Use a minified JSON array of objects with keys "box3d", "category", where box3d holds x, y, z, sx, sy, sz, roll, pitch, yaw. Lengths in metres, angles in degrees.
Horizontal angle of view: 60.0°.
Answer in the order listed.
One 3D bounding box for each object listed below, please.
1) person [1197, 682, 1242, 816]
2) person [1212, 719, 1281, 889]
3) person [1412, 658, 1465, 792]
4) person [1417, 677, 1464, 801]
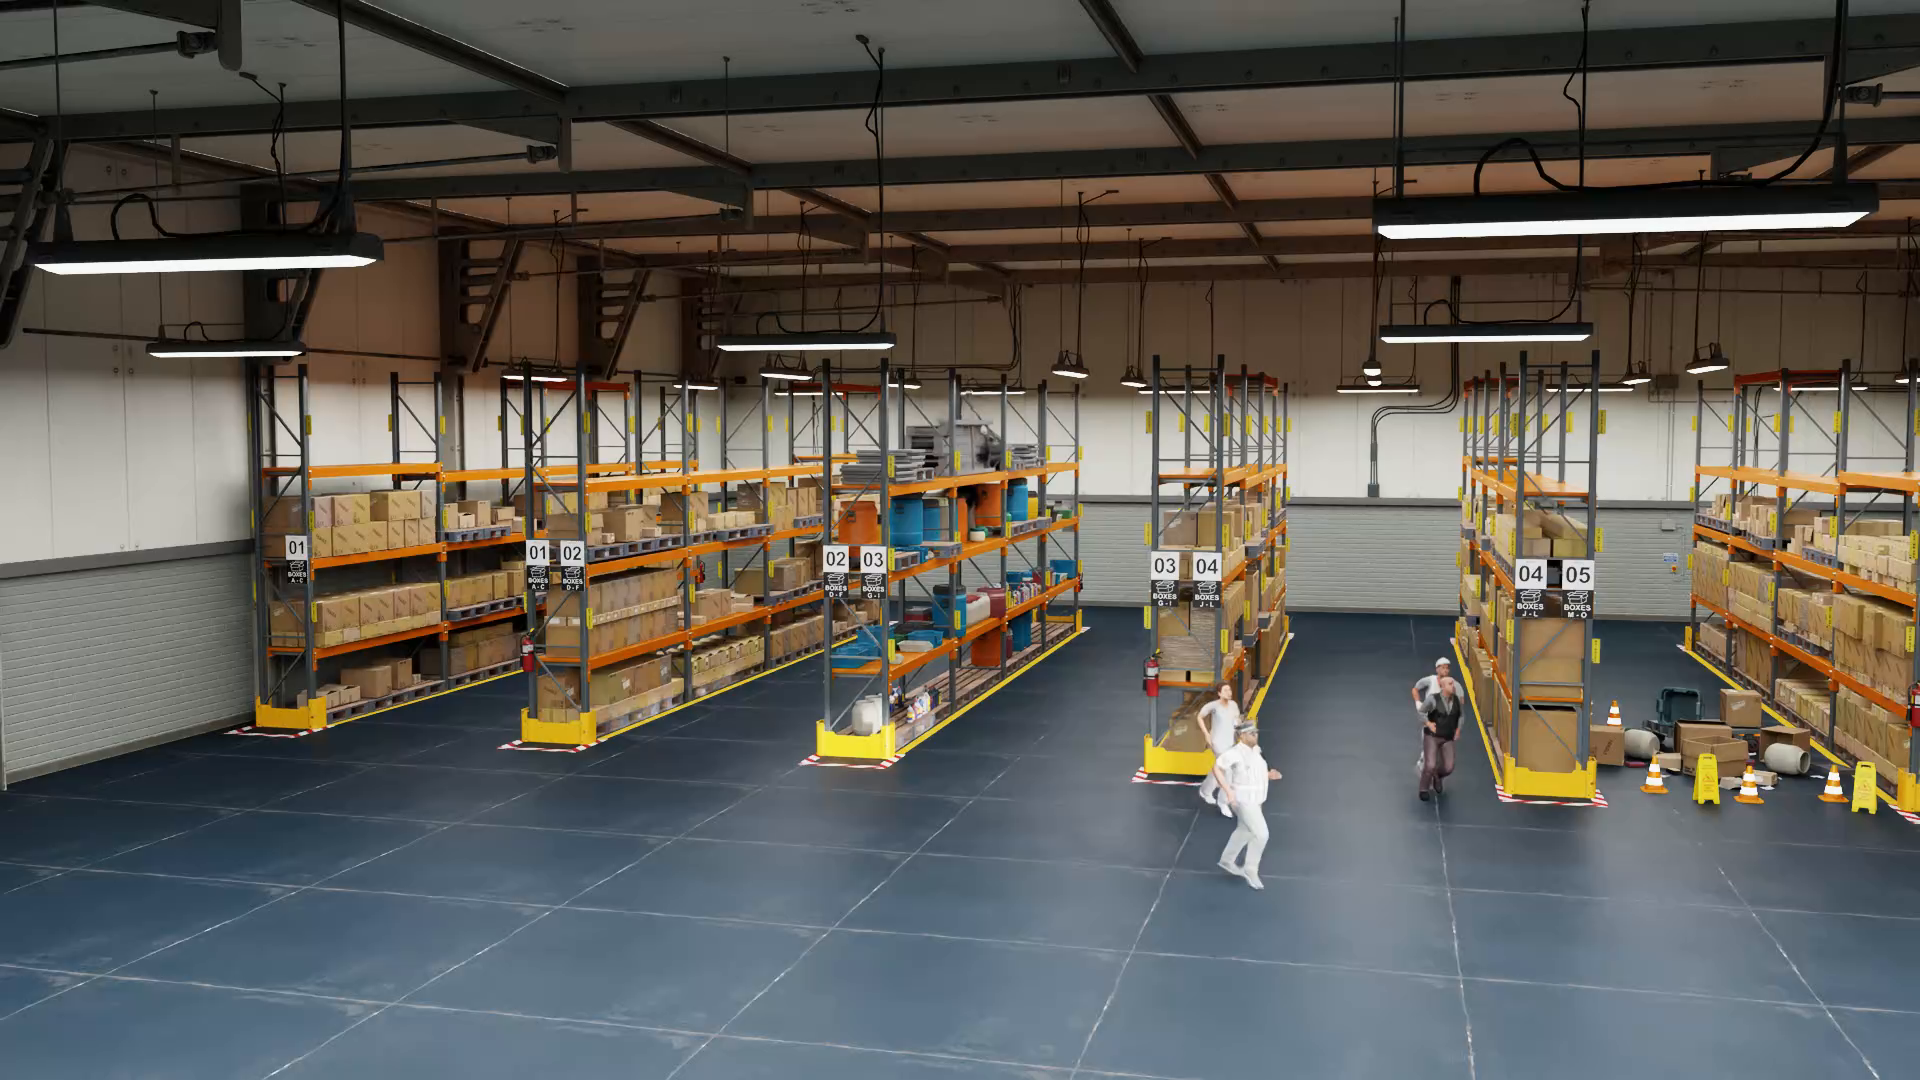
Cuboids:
[{"box3d":[3.385,2.677,21.616,0.561,1.718,0.768,-3,5,-35],"category":"person"},{"box3d":[3.148,2.875,18.176,0.768,1.850,0.631,3,5,34],"category":"person"},{"box3d":[6.666,2.526,23.128,0.674,1.802,0.890,0,4,-2],"category":"person"},{"box3d":[6.460,2.660,22.263,0.663,1.629,0.559,0,4,0],"category":"person"}]
